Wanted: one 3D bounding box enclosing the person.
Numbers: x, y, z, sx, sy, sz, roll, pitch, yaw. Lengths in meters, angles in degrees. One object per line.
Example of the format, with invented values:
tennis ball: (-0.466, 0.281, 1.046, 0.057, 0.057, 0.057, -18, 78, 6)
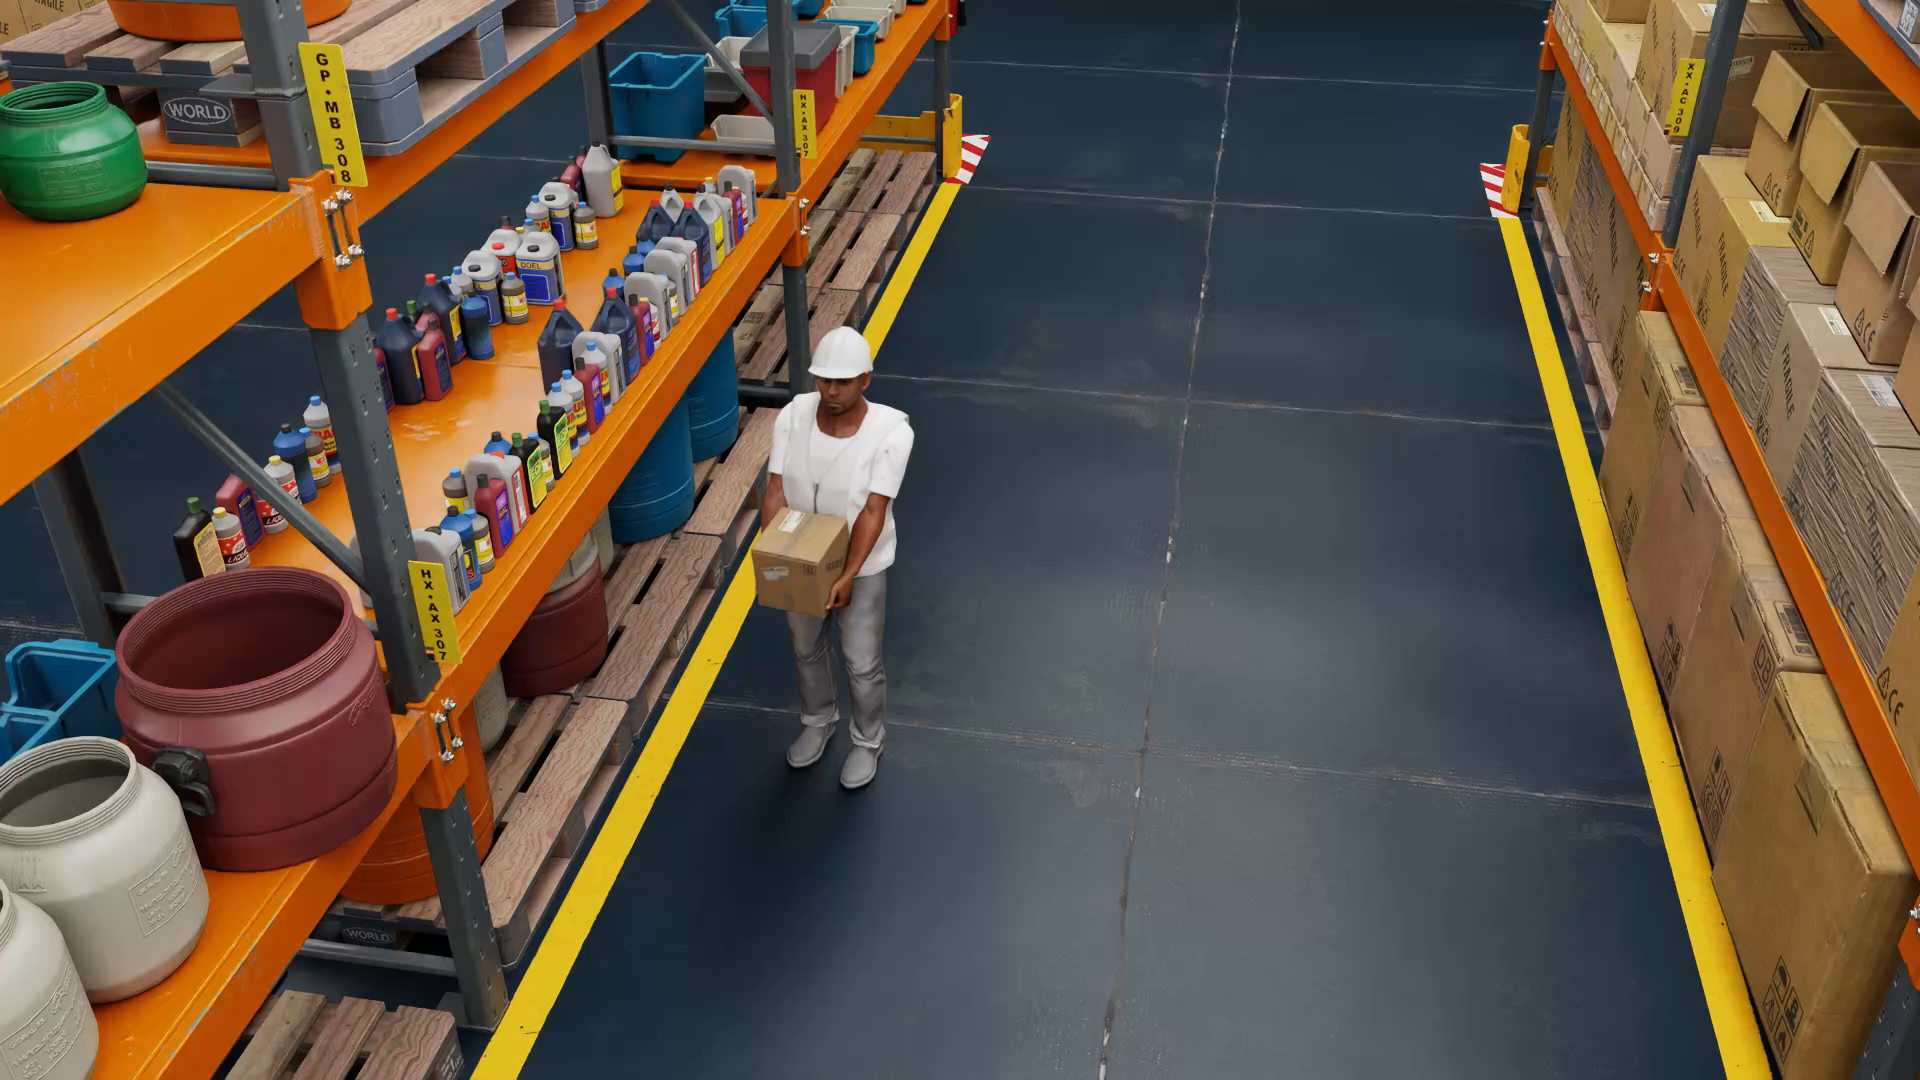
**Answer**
person: (-0.460, 0.115, 5.938, 0.504, 1.760, 0.575, 11, 34, 17)
